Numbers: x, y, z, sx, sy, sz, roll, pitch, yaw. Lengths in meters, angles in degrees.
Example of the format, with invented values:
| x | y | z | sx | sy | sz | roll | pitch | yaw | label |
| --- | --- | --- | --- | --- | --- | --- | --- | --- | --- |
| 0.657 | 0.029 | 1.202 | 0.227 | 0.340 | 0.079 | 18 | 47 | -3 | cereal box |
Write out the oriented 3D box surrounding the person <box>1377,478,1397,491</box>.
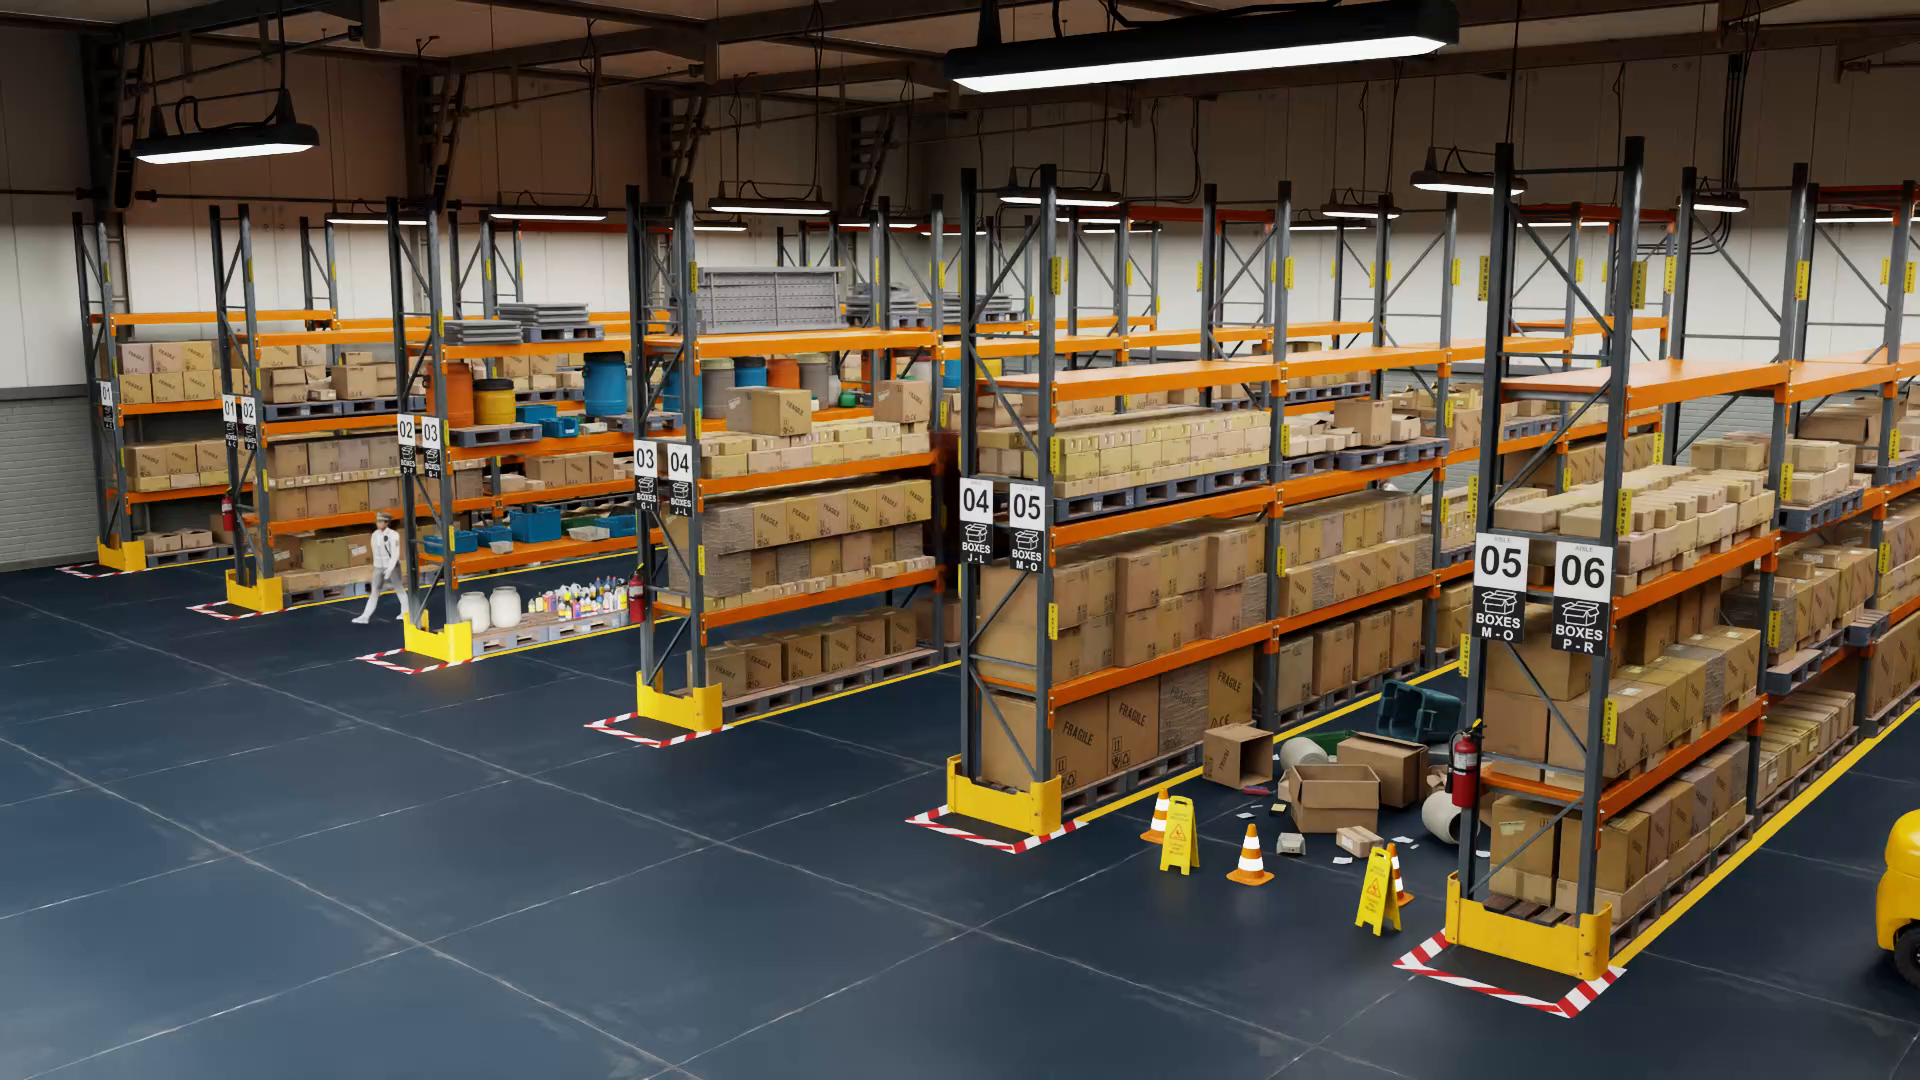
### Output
| x | y | z | sx | sy | sz | roll | pitch | yaw | label |
| --- | --- | --- | --- | --- | --- | --- | --- | --- | --- |
| 7.164 | -0.398 | 28.345 | 0.581 | 1.713 | 1.066 | 9 | 13 | 43 | person |

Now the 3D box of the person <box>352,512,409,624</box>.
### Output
| x | y | z | sx | sy | sz | roll | pitch | yaw | label |
| --- | --- | --- | --- | --- | --- | --- | --- | --- | --- |
| -8.267 | 0.397 | 23.823 | 0.515 | 1.624 | 1.036 | 2 | 10 | 11 | person |
